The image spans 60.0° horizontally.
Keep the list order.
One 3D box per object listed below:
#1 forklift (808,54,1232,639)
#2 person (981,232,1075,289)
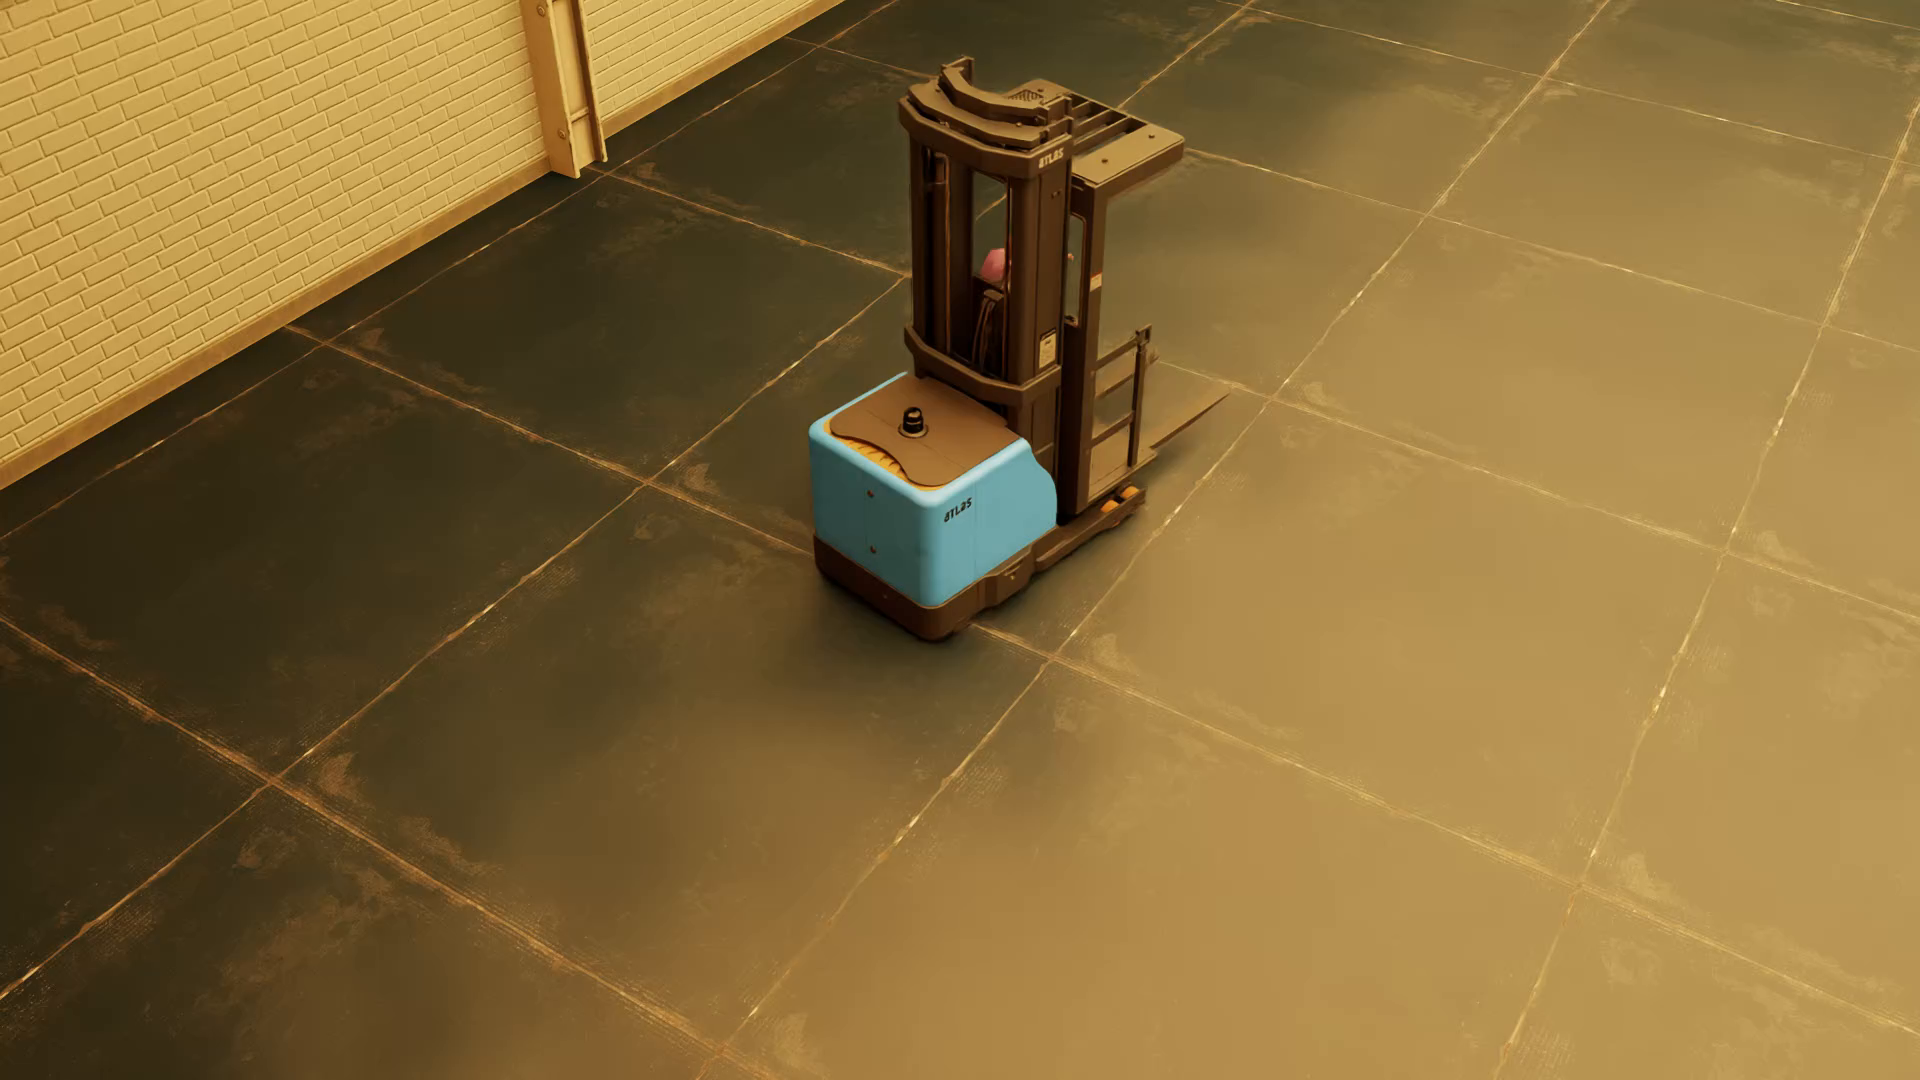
[{"bbox_3d":[0.520,-1.406,9.626,1.130,2.935,3.031,32,50,32],"label":"forklift"},{"bbox_3d":[0.455,-1.328,10.486,0.838,1.304,0.976,-14,42,-15],"label":"person"}]
